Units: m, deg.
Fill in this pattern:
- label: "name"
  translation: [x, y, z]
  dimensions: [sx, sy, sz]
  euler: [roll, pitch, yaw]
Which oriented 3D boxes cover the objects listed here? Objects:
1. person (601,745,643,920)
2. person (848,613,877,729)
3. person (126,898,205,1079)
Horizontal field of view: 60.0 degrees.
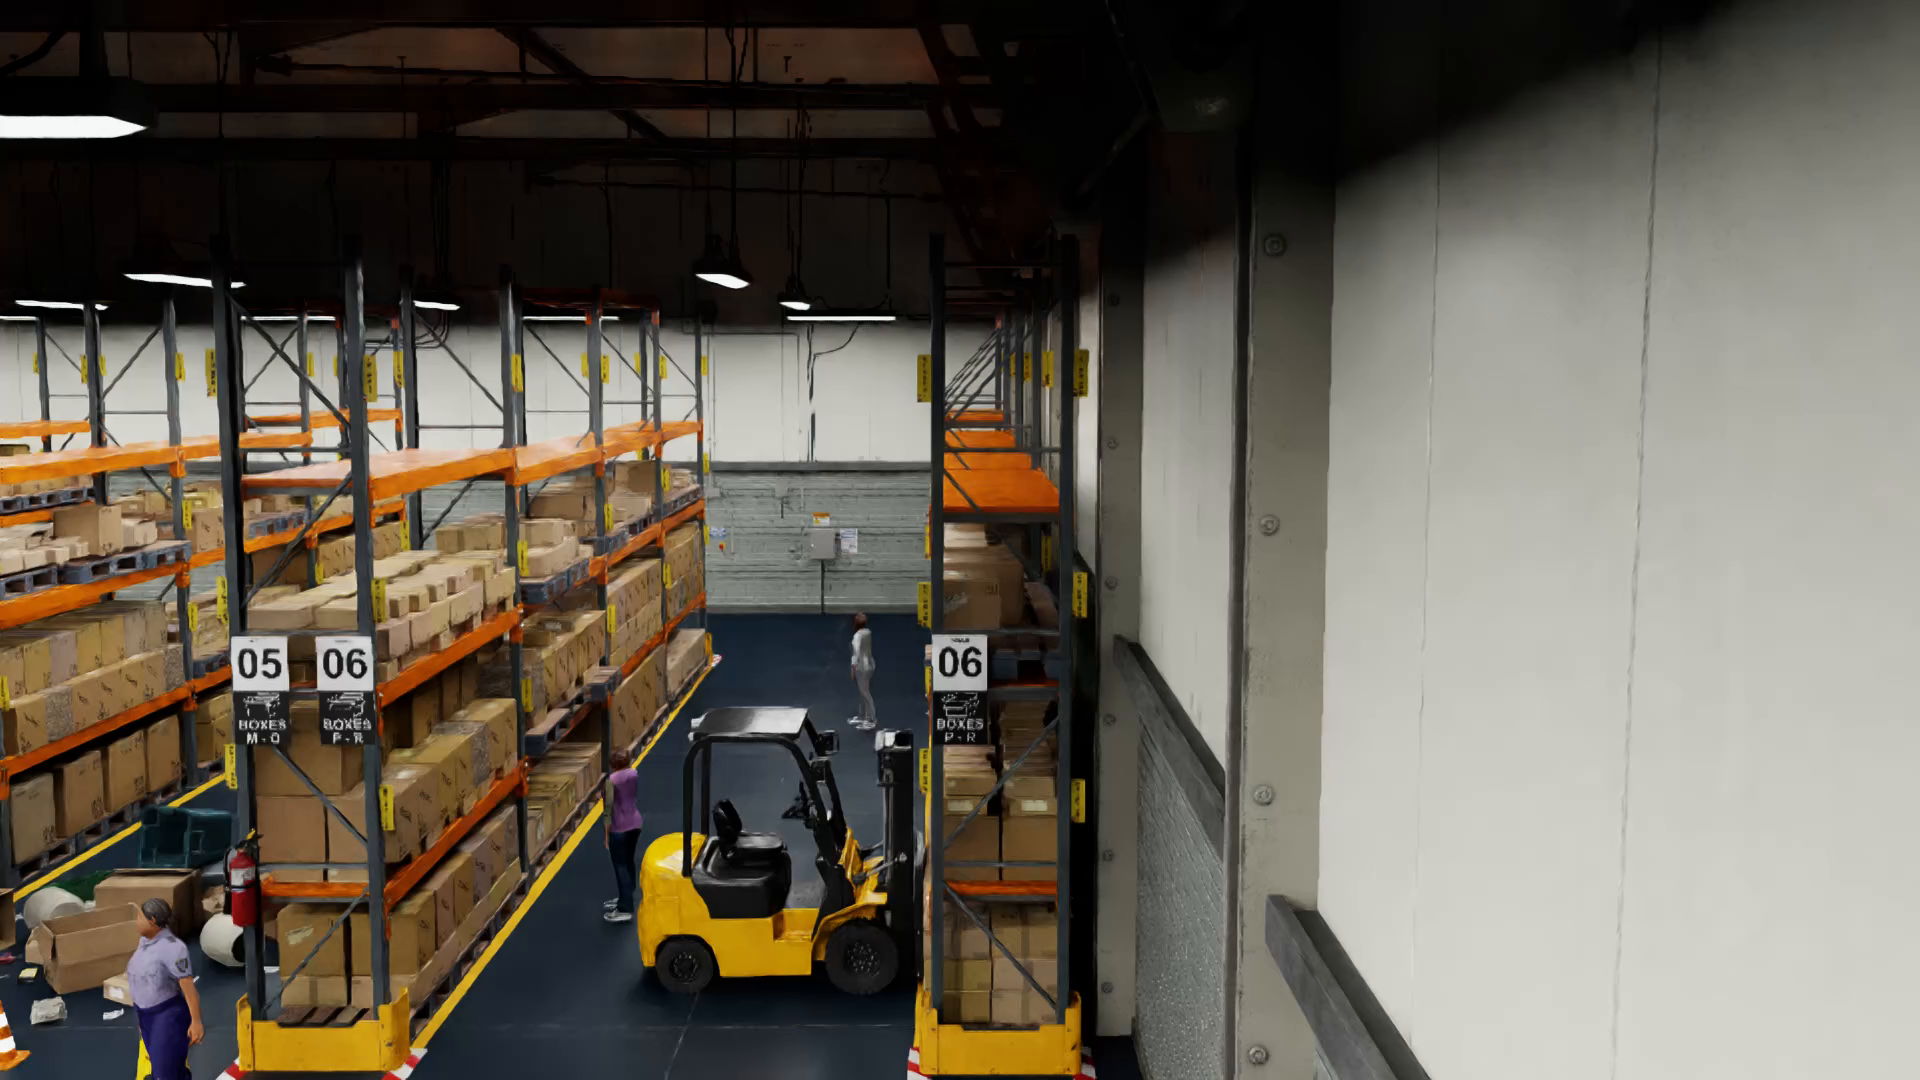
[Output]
- label: "person"
  translation: [-3.140, 2.674, 15.319]
  dimensions: [0.453, 1.599, 0.467]
  euler: [4, 7, 31]
- label: "person"
  translation: [-1.374, 1.805, 23.165]
  dimensions: [0.511, 1.594, 0.516]
  euler: [2, 7, 19]
- label: "person"
  translation: [-5.143, 3.153, 10.913]
  dimensions: [0.631, 1.634, 0.467]
  euler: [6, 9, 43]
